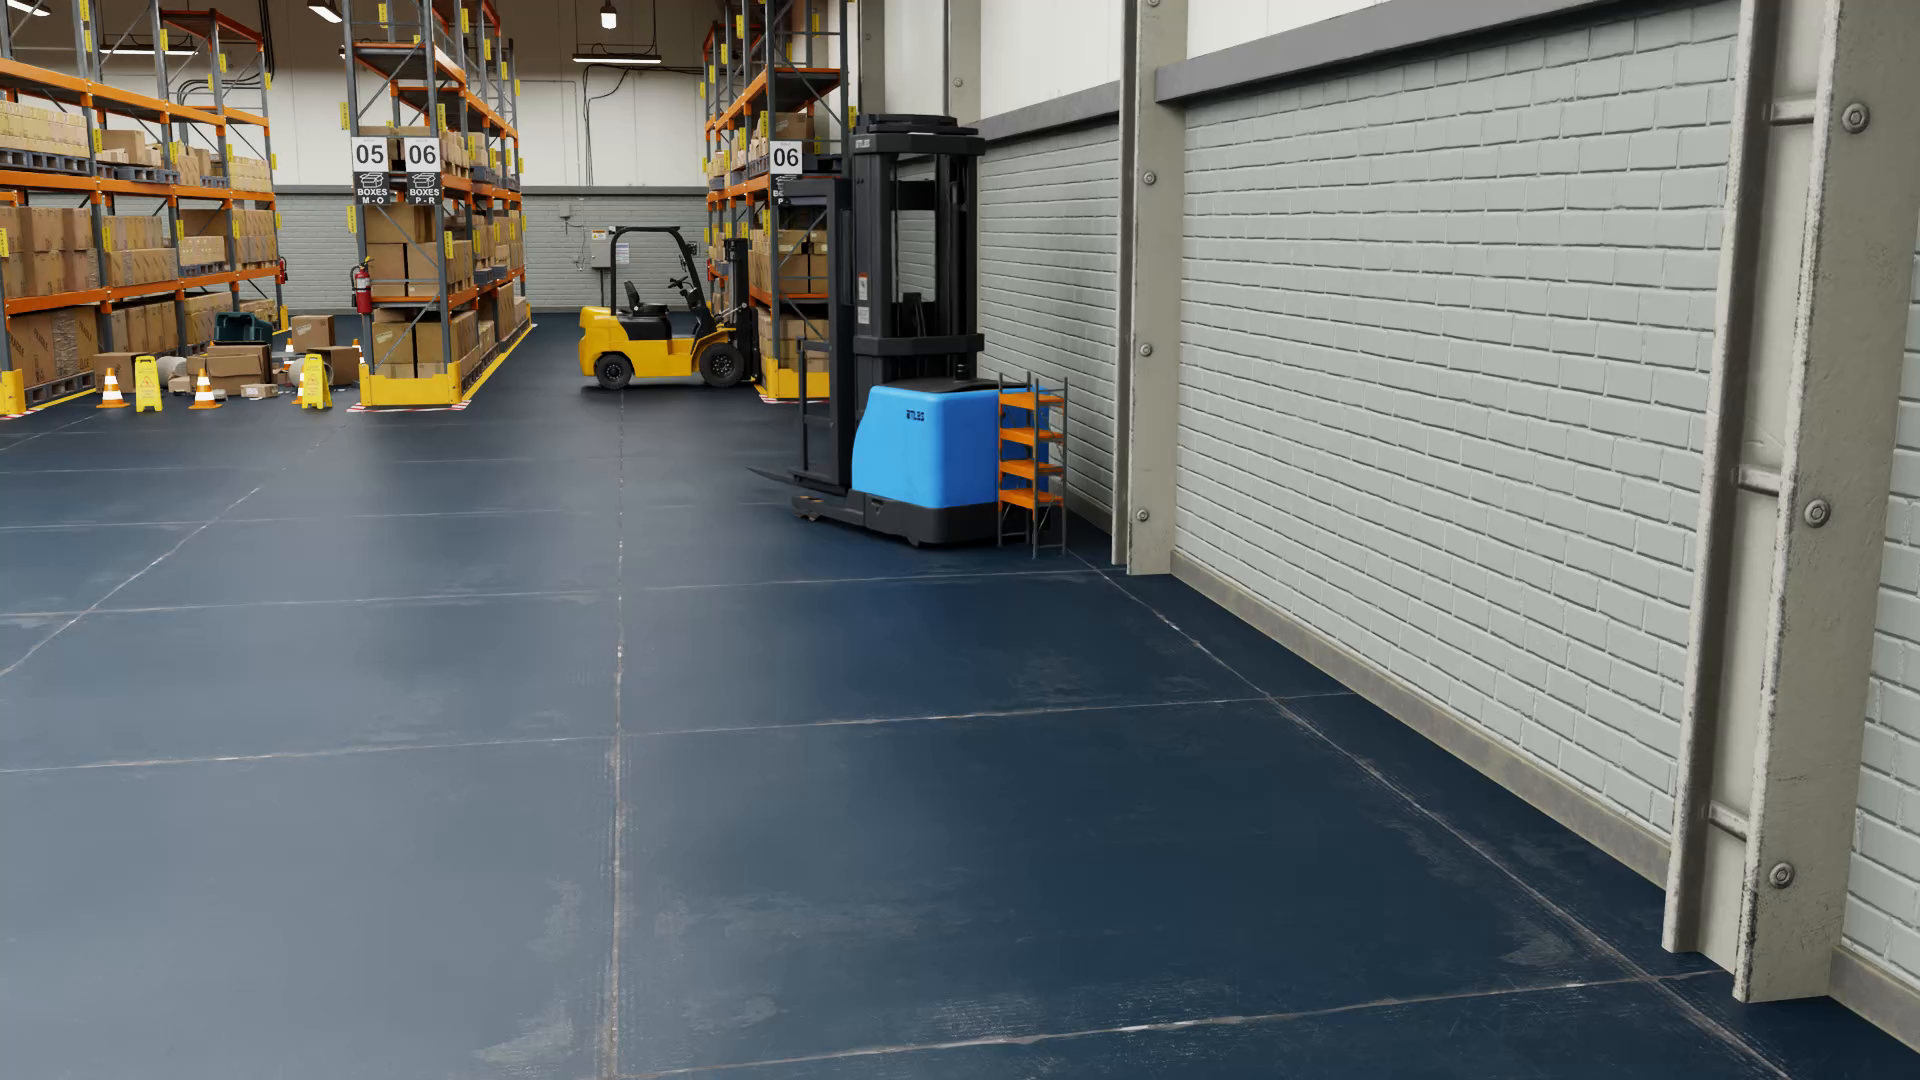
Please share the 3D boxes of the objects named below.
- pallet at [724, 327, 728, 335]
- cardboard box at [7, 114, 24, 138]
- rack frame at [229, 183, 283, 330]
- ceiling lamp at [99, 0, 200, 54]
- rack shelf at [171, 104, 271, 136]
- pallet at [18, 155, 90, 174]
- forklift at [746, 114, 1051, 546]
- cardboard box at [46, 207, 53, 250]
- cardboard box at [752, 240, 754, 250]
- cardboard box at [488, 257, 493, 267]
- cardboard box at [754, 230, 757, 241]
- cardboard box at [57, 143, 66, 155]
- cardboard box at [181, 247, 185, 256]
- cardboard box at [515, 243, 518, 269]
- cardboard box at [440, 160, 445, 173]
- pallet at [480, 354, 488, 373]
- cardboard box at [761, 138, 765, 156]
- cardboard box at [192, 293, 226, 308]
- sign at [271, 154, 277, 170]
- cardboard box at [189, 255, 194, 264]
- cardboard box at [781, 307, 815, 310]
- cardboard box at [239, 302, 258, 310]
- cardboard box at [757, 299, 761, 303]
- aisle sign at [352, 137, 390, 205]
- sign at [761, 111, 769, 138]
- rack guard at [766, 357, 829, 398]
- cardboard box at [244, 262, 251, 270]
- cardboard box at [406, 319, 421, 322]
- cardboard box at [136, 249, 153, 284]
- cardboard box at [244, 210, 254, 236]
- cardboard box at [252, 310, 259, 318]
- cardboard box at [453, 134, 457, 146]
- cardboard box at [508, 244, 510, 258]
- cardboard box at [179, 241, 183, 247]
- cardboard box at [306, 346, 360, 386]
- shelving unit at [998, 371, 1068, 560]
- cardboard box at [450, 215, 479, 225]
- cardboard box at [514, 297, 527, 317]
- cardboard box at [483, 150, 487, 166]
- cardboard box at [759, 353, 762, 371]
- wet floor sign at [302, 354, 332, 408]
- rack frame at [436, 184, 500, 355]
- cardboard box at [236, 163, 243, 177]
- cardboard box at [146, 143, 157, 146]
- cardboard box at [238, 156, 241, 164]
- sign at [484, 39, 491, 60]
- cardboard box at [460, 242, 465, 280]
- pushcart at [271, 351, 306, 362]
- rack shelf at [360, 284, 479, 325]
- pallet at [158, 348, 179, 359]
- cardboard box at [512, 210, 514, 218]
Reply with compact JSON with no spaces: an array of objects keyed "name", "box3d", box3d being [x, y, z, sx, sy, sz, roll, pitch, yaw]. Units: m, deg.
[{"name":"pallet","box3d":[-4.038,-4.017,32.236,1.003,0.211,1.213,-2,11,-11]},{"name":"cardboard box","box3d":[-11.546,-4.946,19.854,0.500,0.250,0.500,-2,11,-12]},{"name":"rack frame","box3d":[-14.716,-5.888,34.611,1.000,3.000,0.127,-2,11,-11]},{"name":"ceiling lamp","box3d":[-17.635,-12.126,35.725,2.000,3.185,0.800,-2,11,-11]},{"name":"rack shelf","box3d":[-14.327,-8.114,32.191,1.077,0.370,4.000,-2,11,-11]},{"name":"pallet","box3d":[-12.233,-4.967,21.985,1.003,0.211,1.213,-2,11,-11]},{"name":"forklift","box3d":[-0.618,-1.625,12.393,1.130,2.935,3.031,-7,13,-34]},{"name":"cardboard box","box3d":[-12.042,-3.925,21.007,0.875,0.550,0.500,-2,11,-11]},{"name":"cardboard box","box3d":[-2.874,-4.367,24.616,0.380,0.149,0.250,-2,11,-12]},{"name":"cardboard box","box3d":[-7.705,-4.463,26.674,0.380,0.149,0.250,-2,11,-10]},{"name":"cardboard box","box3d":[-2.759,-4.370,23.835,0.380,0.149,0.250,-2,11,-10]},{"name":"cardboard box","box3d":[-11.799,-5.052,21.474,0.380,0.149,0.250,-2,11,-10]},{"name":"cardboard box","box3d":[-13.111,-4.796,27.624,0.380,0.149,0.250,-2,11,-8]},{"name":"cardboard box","box3d":[-9.120,-5.682,33.259,0.500,0.500,0.500,-2,11,-11]},{"name":"cardboard box","box3d":[-6.514,-4.575,20.361,0.380,0.149,0.250,-2,11,-11]},{"name":"pallet","box3d":[-7.699,-2.659,25.102,1.003,0.211,1.213,-2,11,-11]},{"name":"cardboard box","box3d":[-2.408,-5.184,21.857,0.396,0.266,0.258,-2,11,-11]},{"name":"cardboard box","box3d":[-13.458,-4.279,29.714,0.500,0.250,0.500,-2,11,-8]},{"name":"sign","box3d":[-14.167,-7.813,34.335,0.100,0.325,0.005,-2,11,-11]},{"name":"cardboard box","box3d":[-13.208,-4.742,28.135,0.380,0.149,0.250,-2,11,-8]},{"name":"cardboard box","box3d":[-2.392,-3.331,24.730,0.500,0.250,0.500,-2,11,-10]},{"name":"cardboard box","box3d":[-14.080,-4.611,32.811,0.380,0.149,0.250,-2,11,-11]},{"name":"cardboard box","box3d":[-3.555,-4.440,30.829,0.380,0.149,0.250,-2,11,-11]},{"name":"aisle sign","box3d":[-7.040,-4.408,19.879,0.394,0.787,0.004,-2,11,-11]},{"name":"sign","box3d":[-2.435,-5.186,20.743,0.100,0.325,0.005,-2,11,-11]},{"name":"rack guard","box3d":[-1.895,-2.101,21.399,1.175,0.500,0.348,-2,11,-11]},{"name":"cardboard box","box3d":[-13.930,-5.286,32.116,0.380,0.149,0.250,-2,11,-10]},{"name":"cardboard box","box3d":[-7.284,-2.609,21.609,0.500,0.500,0.500,-2,11,-9]},{"name":"cardboard box","box3d":[-12.512,-4.120,25.055,0.500,0.500,0.500,-2,11,-10]},{"name":"cardboard box","box3d":[-13.970,-6.121,32.096,0.500,0.500,0.500,-2,11,-10]},{"name":"cardboard box","box3d":[-13.981,-4.421,32.607,0.380,0.149,0.250,-2,11,-11]},{"name":"cardboard box","box3d":[-6.875,-5.297,22.020,0.380,0.149,0.250,-2,11,-10]},{"name":"cardboard box","box3d":[-8.777,-5.453,31.389,0.500,0.250,0.500,-2,11,-11]},{"name":"cardboard box","box3d":[-13.114,-4.937,27.572,0.380,0.149,0.250,-2,11,-13]},{"name":"cardboard box","box3d":[-8.672,-2.413,23.032,0.500,0.500,0.500,6,12,28]},{"name":"shelving unit","box3d":[0.484,-0.509,11.159,0.258,1.200,0.503,-6,12,-27]},{"name":"cardboard box","box3d":[-7.290,-4.705,24.475,0.380,0.149,0.250,-2,11,-11]},{"name":"cardboard box","box3d":[-9.653,-4.917,35.238,0.875,0.438,0.875,-3,11,-13]},{"name":"cardboard box","box3d":[-7.366,-5.707,24.914,0.500,0.250,0.500,-2,11,-12]},{"name":"cardboard box","box3d":[-2.477,-2.447,22.764,0.500,0.250,0.500,-2,11,-10]},{"name":"wet floor sign","box3d":[-7.780,-1.922,20.069,0.267,0.644,0.232,2,11,9]},{"name":"rack frame","box3d":[-8.324,-4.620,27.946,1.000,3.000,0.127,-2,11,-11]},{"name":"cardboard box","box3d":[-13.888,-6.989,31.435,0.500,0.250,0.500,-2,11,-11]},{"name":"cardboard box","box3d":[-13.763,-6.620,28.117,0.396,0.266,0.258,-2,11,-11]},{"name":"cardboard box","box3d":[-13.957,-7.249,31.737,0.380,0.149,0.250,-2,11,-13]},{"name":"sign","box3d":[-7.793,-8.086,27.403,0.100,0.325,0.005,-2,11,-11]},{"name":"cardboard box","box3d":[-6.899,-3.726,22.187,0.500,0.500,0.500,-2,11,-12]},{"name":"pushcart","box3d":[-9.772,-2.506,23.853,1.648,0.377,0.936,-6,13,-31]},{"name":"rack shelf","box3d":[-7.157,-3.166,22.231,1.077,0.370,4.000,-2,11,-11]},{"name":"pallet","box3d":[-13.080,-2.904,26.389,1.003,0.211,1.213,-2,11,-11]},{"name":"cardboard box","box3d":[-9.186,-6.560,33.462,0.380,0.149,0.250,-2,11,-11]}]
